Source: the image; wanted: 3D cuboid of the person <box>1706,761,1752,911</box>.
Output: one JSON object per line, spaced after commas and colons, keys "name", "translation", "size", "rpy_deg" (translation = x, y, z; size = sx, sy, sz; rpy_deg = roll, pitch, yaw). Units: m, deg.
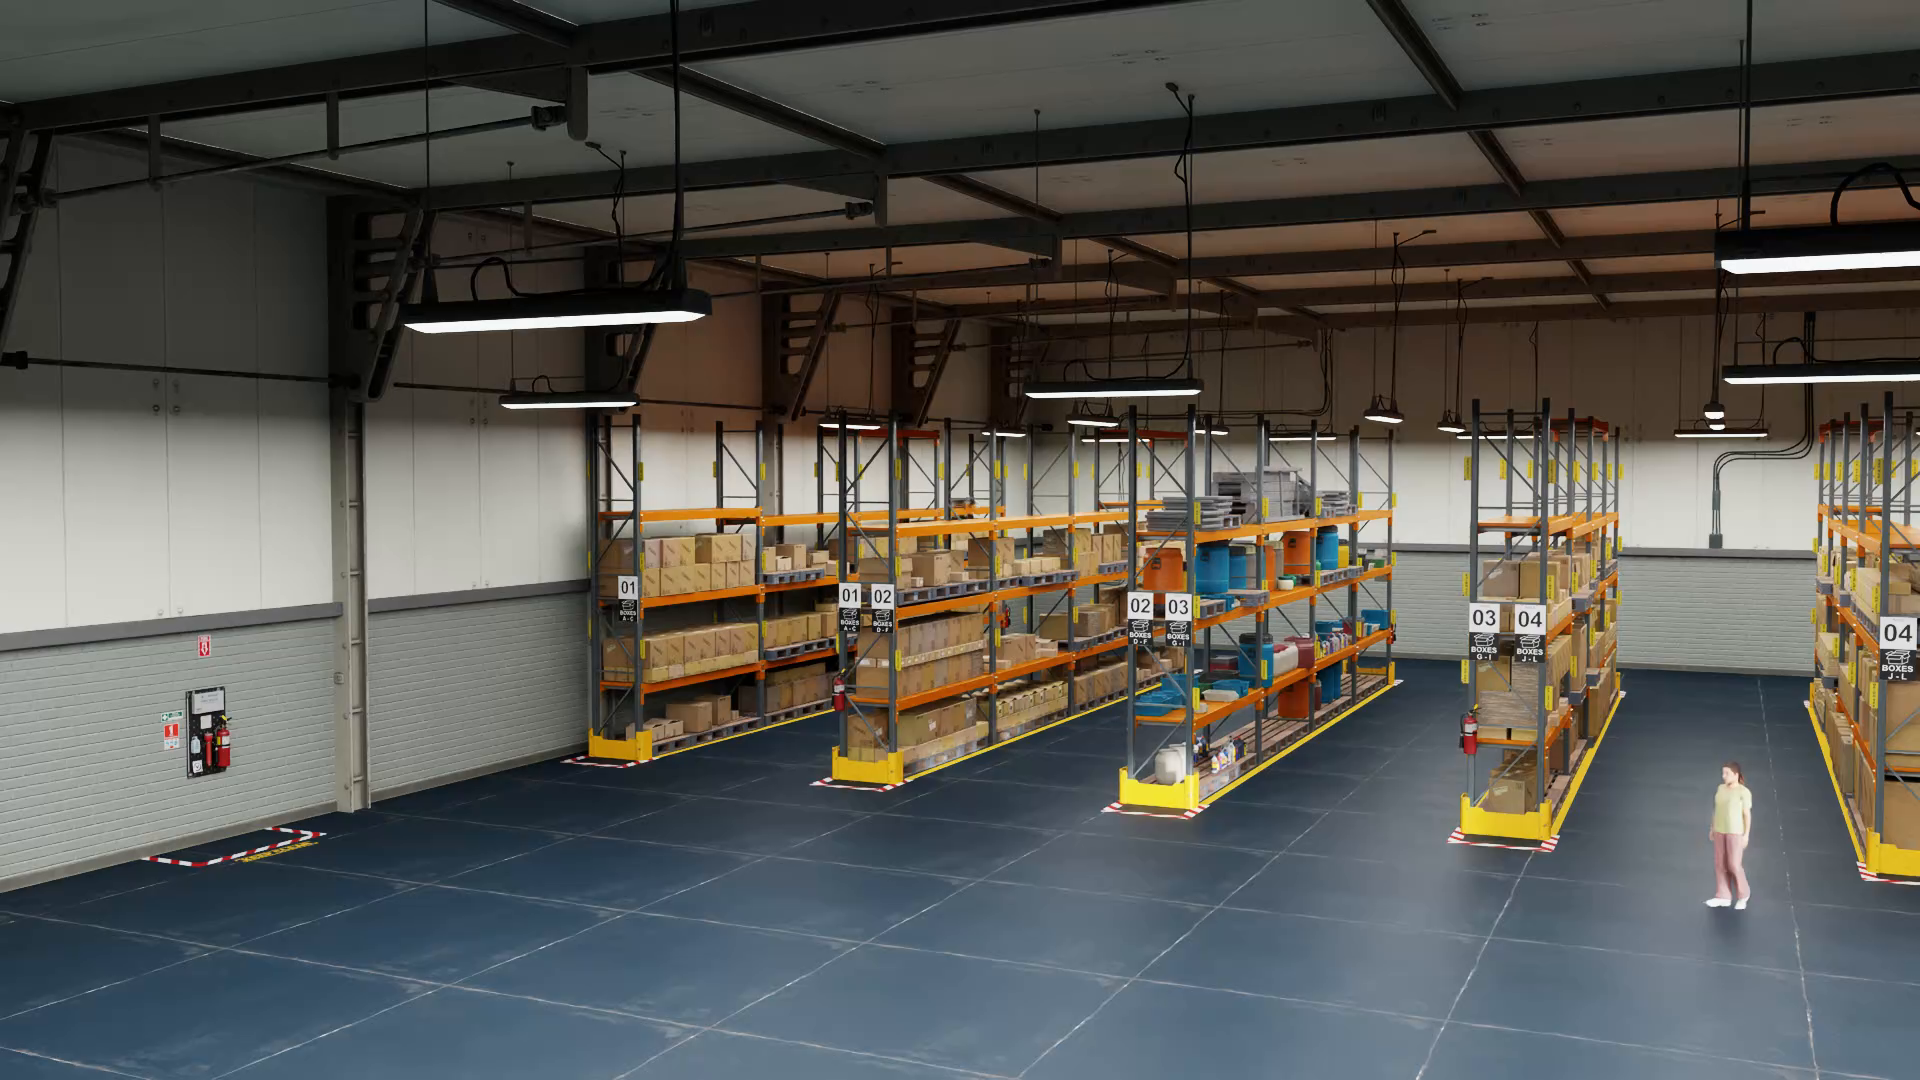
{"name": "person", "translation": [8.817, 3.381, 19.108], "size": [0.424, 1.684, 0.480], "rpy_deg": [-1, 3, -31]}
